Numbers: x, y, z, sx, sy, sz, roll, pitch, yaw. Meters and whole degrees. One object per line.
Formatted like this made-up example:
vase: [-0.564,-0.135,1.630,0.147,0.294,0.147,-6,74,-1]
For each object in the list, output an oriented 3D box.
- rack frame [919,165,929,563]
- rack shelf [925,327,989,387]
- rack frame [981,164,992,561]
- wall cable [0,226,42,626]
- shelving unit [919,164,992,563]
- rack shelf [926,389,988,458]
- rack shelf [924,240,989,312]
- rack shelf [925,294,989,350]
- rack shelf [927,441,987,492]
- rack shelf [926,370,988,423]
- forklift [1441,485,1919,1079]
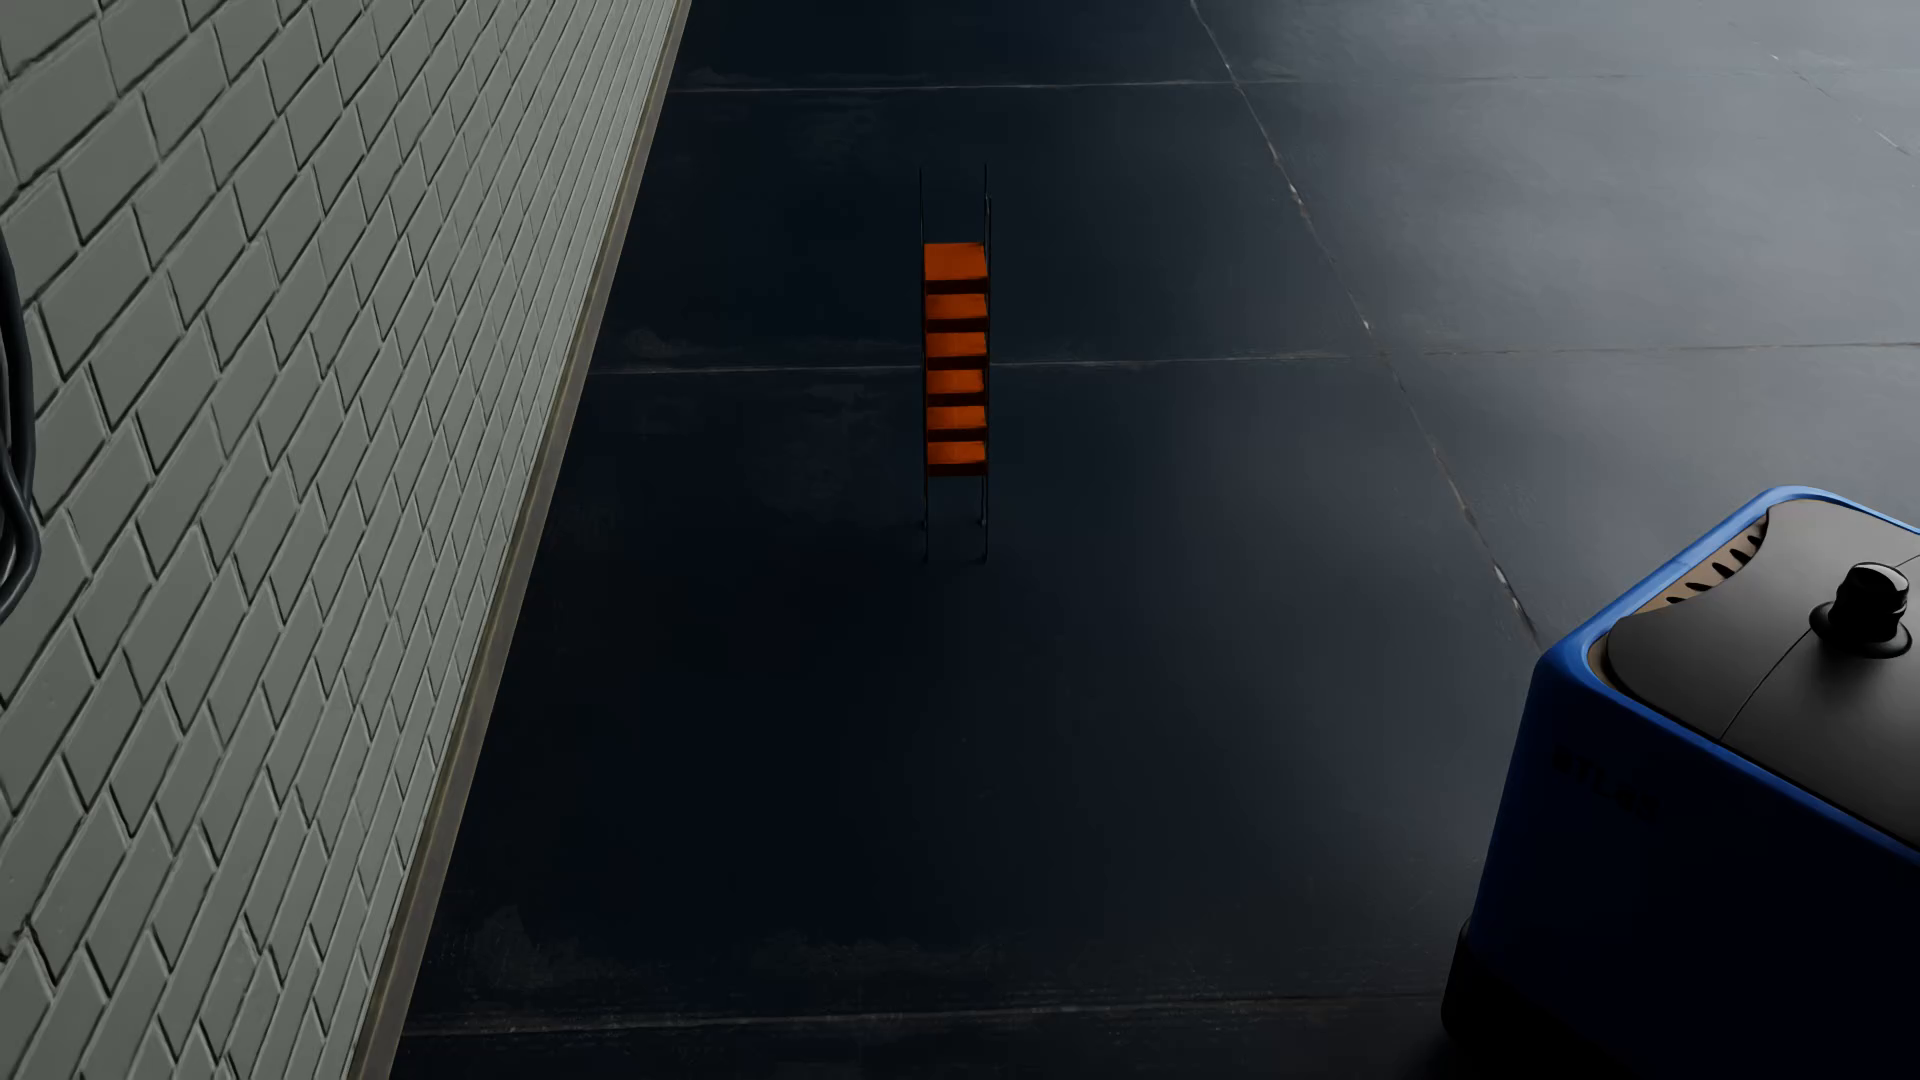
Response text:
rack frame: [-0.106,-0.491,4.904,0.006,1.200,0.240,-2,35,-2]
rack shelf: [-0.014,-0.555,4.865,0.180,0.103,0.258,-2,35,-2]
rack frame: [0.077,-0.495,4.912,0.006,1.200,0.240,-2,35,-2]
wall cable: [-1.115,-0.200,0.360,0.112,2.526,3.097,-2,35,-2]
shelving unit: [-0.014,-0.493,4.908,0.189,1.200,0.258,-2,35,-2]
rack shelf: [-0.014,-0.358,5.002,0.180,0.103,0.258,-2,35,-2]
rack shelf: [-0.014,-0.752,4.728,0.180,0.103,0.258,-2,35,-2]
rack shelf: [-0.014,-0.654,4.797,0.180,0.103,0.258,-2,35,-2]
rack shelf: [-0.014,-0.259,5.070,0.180,0.103,0.258,-2,35,-2]
rack shelf: [-0.014,-0.456,4.933,0.180,0.103,0.258,-2,35,-2]
forklift: [2.395,0.347,2.172,1.130,2.935,3.031,-27,43,-33]
